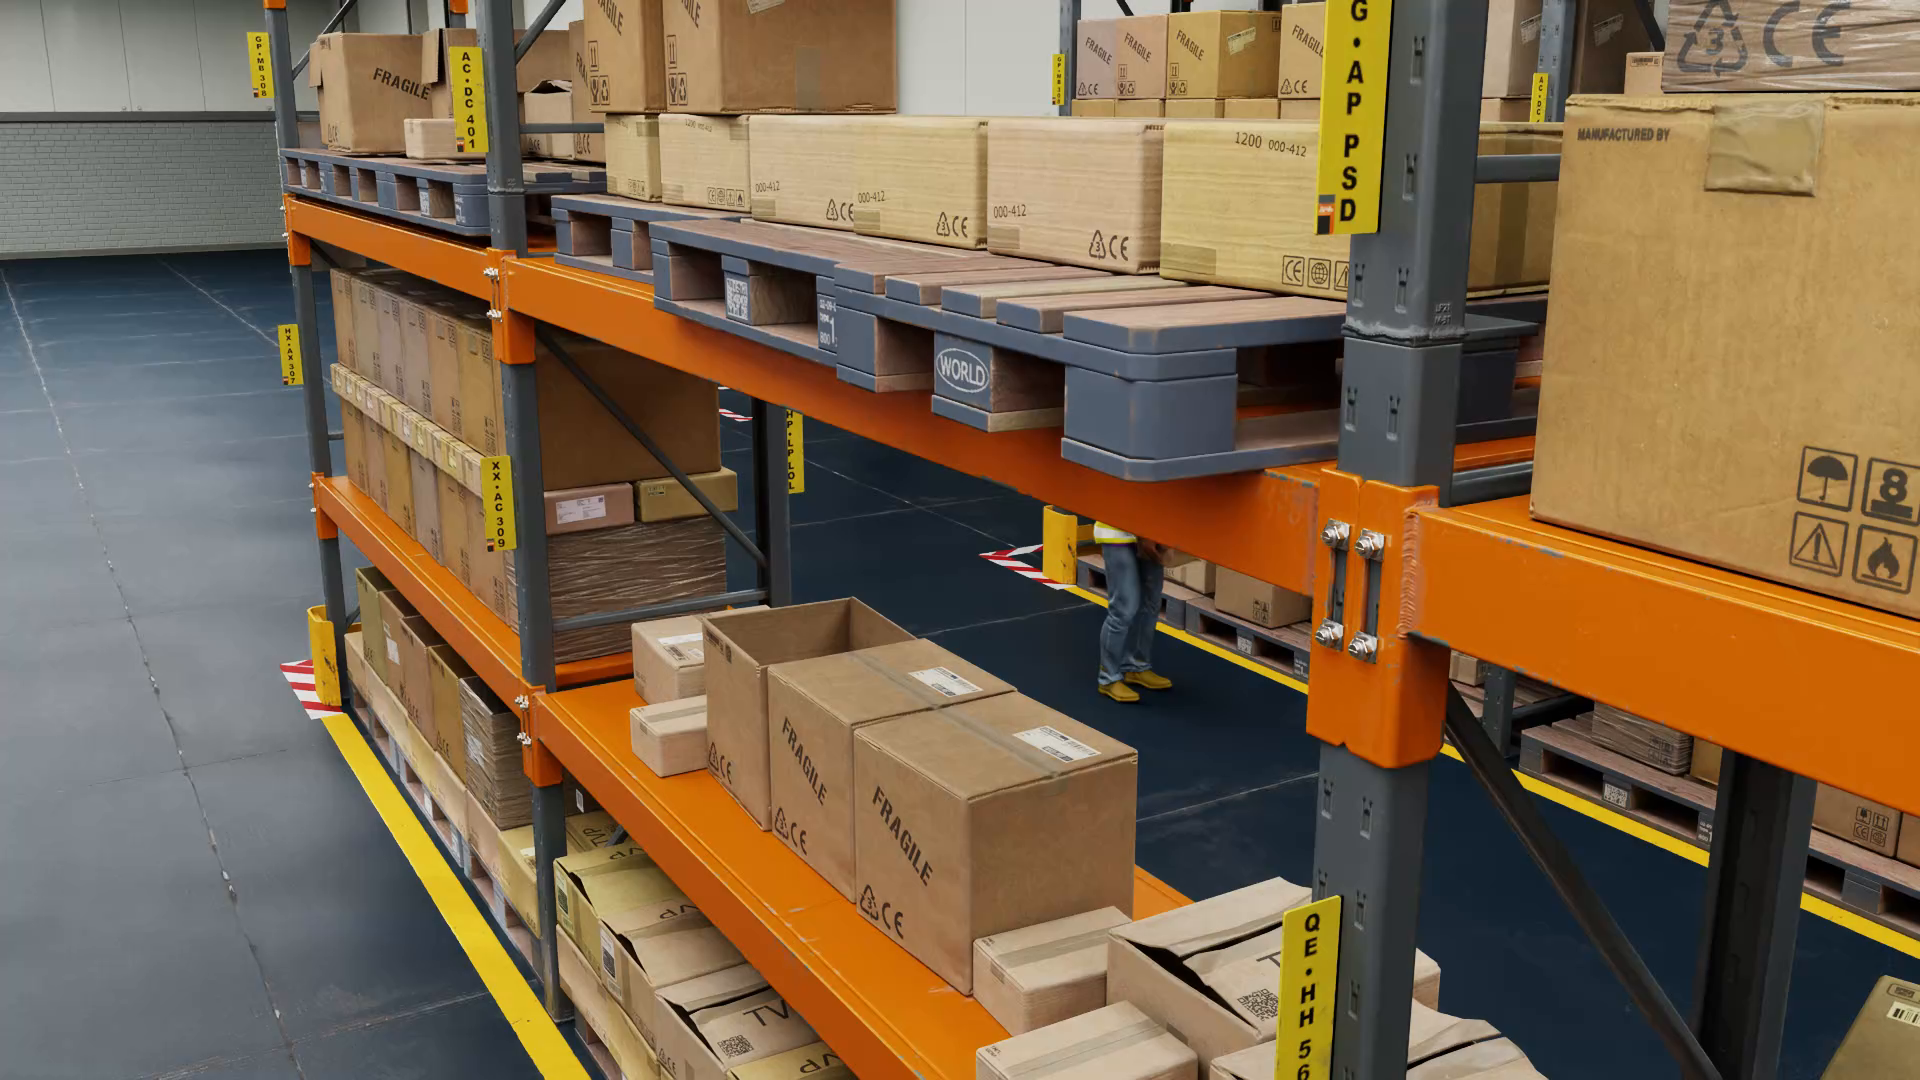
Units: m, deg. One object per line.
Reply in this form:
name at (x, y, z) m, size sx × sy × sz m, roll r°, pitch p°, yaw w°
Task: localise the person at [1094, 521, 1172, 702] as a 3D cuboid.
person at (1.034, 0.023, 9.374) m, size 0.548 × 1.770 × 0.541 m, roll -14°, pitch 20°, yaw -42°
